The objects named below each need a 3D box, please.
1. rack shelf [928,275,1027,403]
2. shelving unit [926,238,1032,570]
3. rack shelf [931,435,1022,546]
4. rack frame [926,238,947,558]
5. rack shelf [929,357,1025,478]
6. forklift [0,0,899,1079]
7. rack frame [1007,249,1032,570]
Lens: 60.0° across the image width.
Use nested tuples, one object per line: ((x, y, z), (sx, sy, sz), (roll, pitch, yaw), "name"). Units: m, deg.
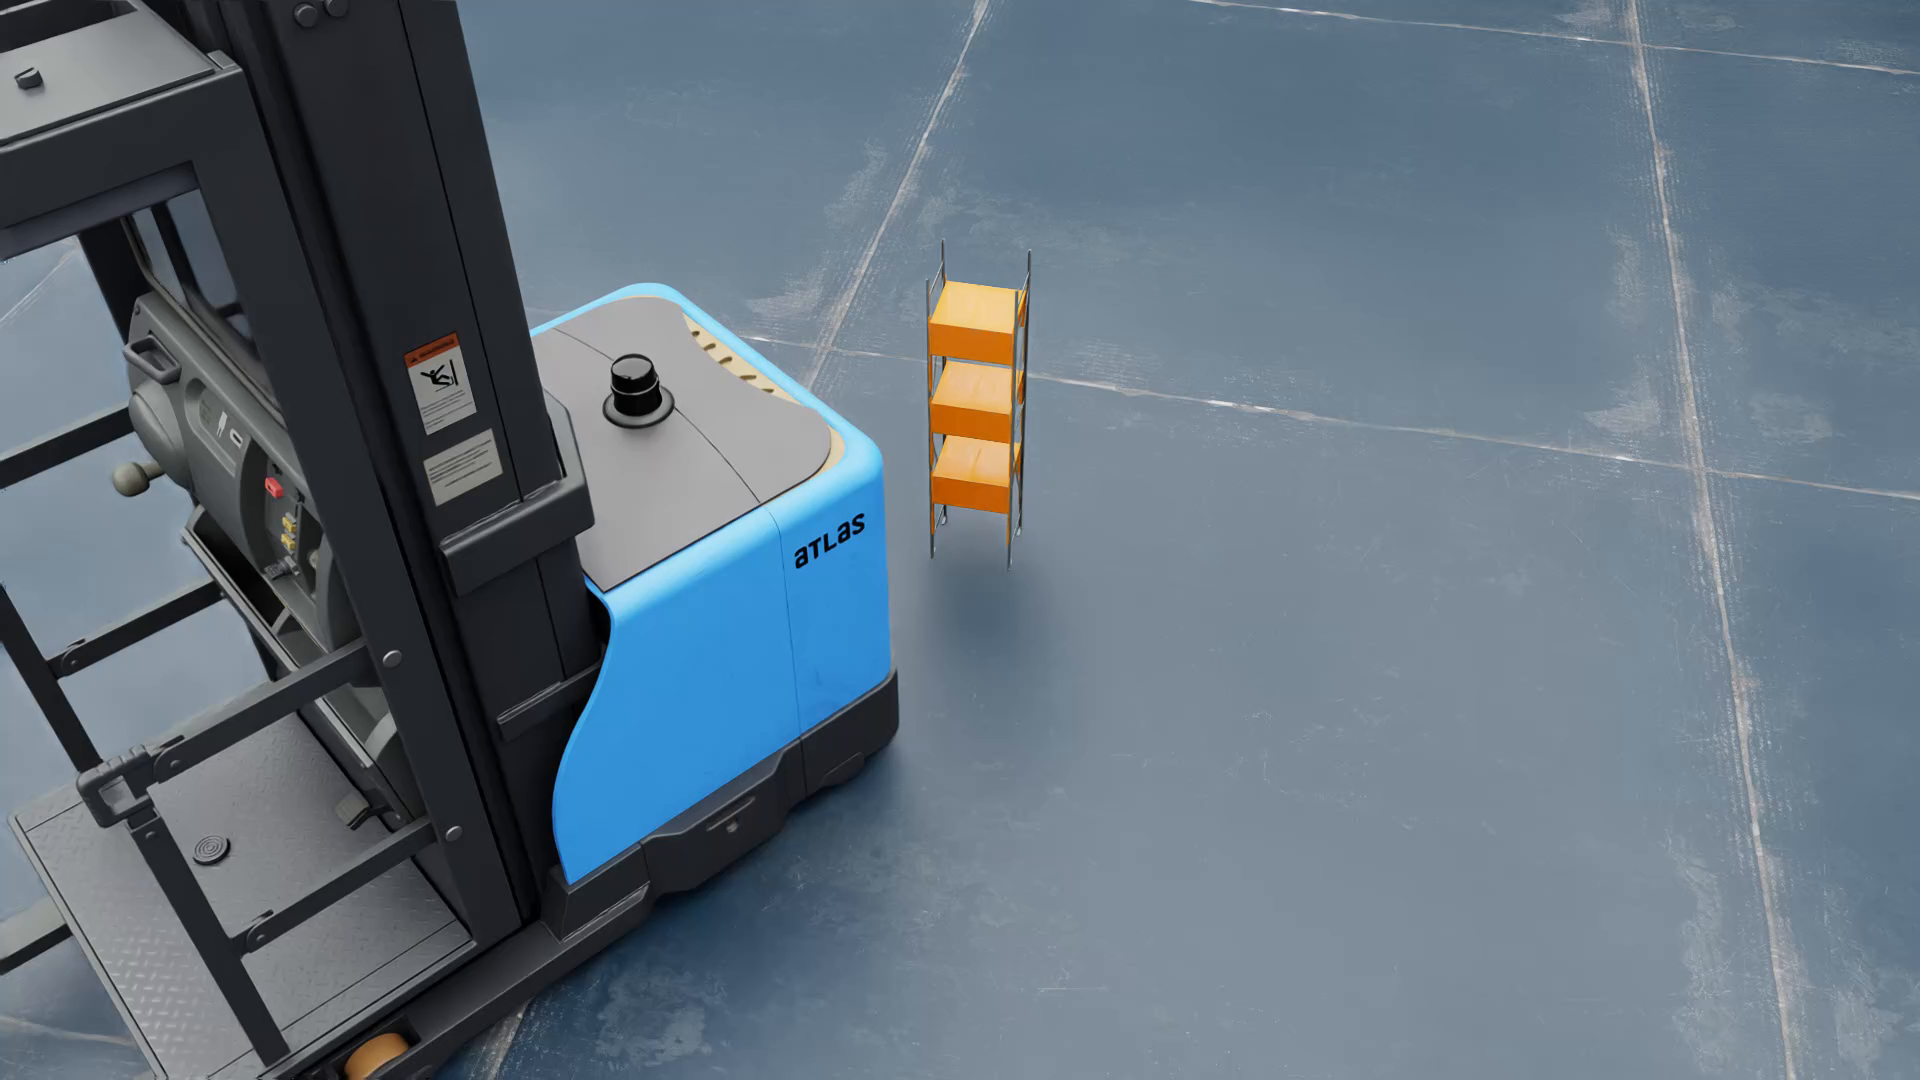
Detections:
((0.052, -0.567, 4.688), (0.240, 0.259, 0.215), (9, 45, 9), "rack shelf")
((0.052, -0.370, 4.878), (0.252, 1.050, 0.215), (9, 45, 9), "shelving unit")
((0.052, -0.162, 5.078), (0.240, 0.259, 0.215), (9, 45, 9), "rack shelf")
((-0.067, -0.389, 4.897), (0.008, 1.050, 0.200), (9, 45, 9), "rack frame")
((0.052, -0.363, 4.885), (0.240, 0.259, 0.215), (9, 45, 9), "rack shelf")
((-1.605, -0.067, 3.206), (3.031, 2.935, 1.130), (-32, 52, -29), "forklift")
((0.171, -0.352, 4.858), (0.008, 1.050, 0.200), (9, 45, 9), "rack frame")
